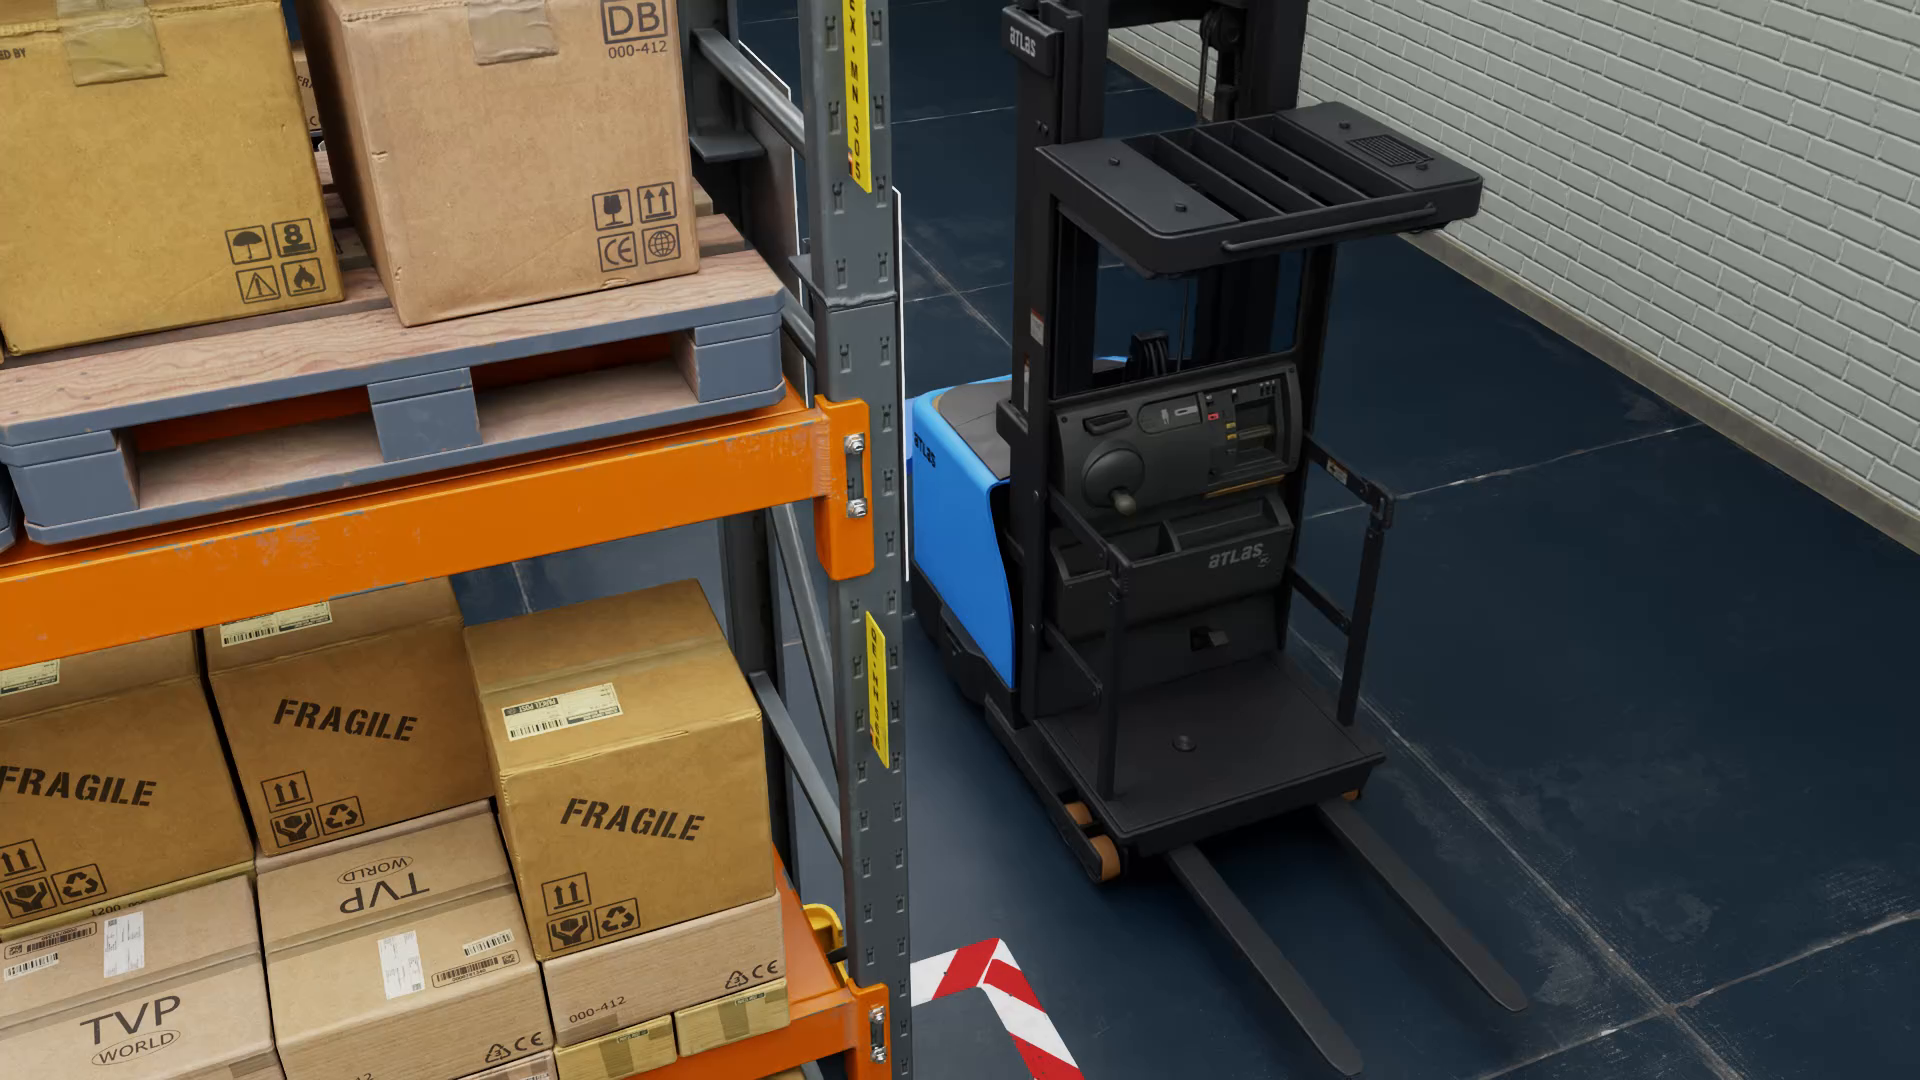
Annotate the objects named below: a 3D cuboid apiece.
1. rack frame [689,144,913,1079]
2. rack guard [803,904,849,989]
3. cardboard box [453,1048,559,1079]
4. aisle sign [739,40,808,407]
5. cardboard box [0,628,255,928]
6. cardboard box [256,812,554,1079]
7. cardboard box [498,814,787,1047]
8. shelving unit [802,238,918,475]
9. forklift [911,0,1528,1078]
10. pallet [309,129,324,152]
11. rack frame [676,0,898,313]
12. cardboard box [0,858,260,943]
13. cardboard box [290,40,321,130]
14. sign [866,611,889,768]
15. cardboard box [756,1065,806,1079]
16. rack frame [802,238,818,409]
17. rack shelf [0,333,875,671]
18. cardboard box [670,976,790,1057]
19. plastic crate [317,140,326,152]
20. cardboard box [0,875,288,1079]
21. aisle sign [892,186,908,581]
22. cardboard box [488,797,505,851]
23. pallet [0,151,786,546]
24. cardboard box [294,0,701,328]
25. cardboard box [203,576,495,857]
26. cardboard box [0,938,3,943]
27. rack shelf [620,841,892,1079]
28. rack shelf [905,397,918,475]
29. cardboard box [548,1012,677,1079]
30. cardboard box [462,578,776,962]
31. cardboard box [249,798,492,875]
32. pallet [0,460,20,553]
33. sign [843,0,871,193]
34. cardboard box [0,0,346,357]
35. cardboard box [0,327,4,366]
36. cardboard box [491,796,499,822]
[{"bbox_3d":[-0.360,0.605,4.070,0.127,3.000,1.000,-13,35,-19],"label":"rack frame"},{"bbox_3d":[-0.338,1.647,4.760,0.348,0.500,1.175,-13,35,-19],"label":"rack guard"},{"bbox_3d":[-1.033,1.059,3.602,0.250,0.149,0.380,-13,35,-19],"label":"cardboard box"},{"bbox_3d":[-0.410,-0.651,3.617,0.004,0.787,0.394,-13,35,-19],"label":"aisle sign"},{"bbox_3d":[-1.844,0.412,3.544,0.500,0.500,0.500,-14,36,-20],"label":"cardboard box"},{"bbox_3d":[-1.172,0.885,3.504,0.500,0.250,0.500,-14,35,-20],"label":"cardboard box"},{"bbox_3d":[-0.704,0.778,3.668,0.500,0.250,0.500,-13,35,-20],"label":"cardboard box"},{"bbox_3d":[-0.079,-0.611,7.313,1.048,1.500,0.538,-13,35,-19],"label":"shelving unit"},{"bbox_3d":[0.844,-0.286,5.502,1.130,2.935,3.031,-13,35,-20],"label":"forklift"},{"bbox_3d":[-4.997,-3.024,12.204,1.213,0.211,1.003,-13,35,-19],"label":"pallet"},{"bbox_3d":[-0.360,-1.910,2.434,0.127,3.000,1.000,-13,35,-19],"label":"rack frame"},{"bbox_3d":[-1.849,0.726,3.749,0.500,0.250,0.500,-14,36,-21],"label":"cardboard box"},{"bbox_3d":[-4.598,-3.276,11.923,0.500,0.500,0.500,-13,35,-19],"label":"cardboard box"},{"bbox_3d":[-0.163,0.296,3.266,0.005,0.325,0.100,-13,35,-19],"label":"sign"},{"bbox_3d":[-0.919,1.494,4.266,0.875,0.875,0.875,-13,35,-19],"label":"cardboard box"},{"bbox_3d":[-0.547,-0.503,7.148,0.032,1.500,0.500,-13,35,-19],"label":"rack frame"},{"bbox_3d":[-2.204,0.071,2.800,4.000,0.370,1.077,-13,35,-19],"label":"rack shelf"},{"bbox_3d":[-0.561,0.951,3.769,0.250,0.149,0.380,-12,35,-18],"label":"cardboard box"},{"bbox_3d":[-2.961,-1.888,8.088,0.298,0.136,0.250,-13,35,-19],"label":"plastic crate"},{"bbox_3d":[-1.641,0.993,3.338,0.500,0.250,0.500,-14,36,-21],"label":"cardboard box"},{"bbox_3d":[-0.178,-0.349,3.153,0.004,0.787,0.394,-13,35,-19],"label":"aisle sign"},{"bbox_3d":[-1.051,0.674,4.194,0.250,0.149,0.380,-13,35,-20],"label":"cardboard box"},{"bbox_3d":[-1.040,-0.454,3.028,1.213,0.211,1.003,-13,35,-19],"label":"pallet"},{"bbox_3d":[-0.819,-0.776,2.873,0.500,0.500,0.700,-15,36,-22],"label":"cardboard box"},{"bbox_3d":[-1.368,0.300,3.716,0.500,0.500,0.500,-14,35,-20],"label":"cardboard box"},{"bbox_3d":[-2.328,0.838,3.576,0.500,0.250,0.500,-14,35,-20],"label":"cardboard box"},{"bbox_3d":[-2.204,1.328,3.618,4.000,0.370,1.077,-13,35,-19],"label":"rack shelf"},{"bbox_3d":[-0.079,-0.460,7.411,1.000,0.185,0.538,-13,35,-19],"label":"rack shelf"},{"bbox_3d":[-0.800,1.006,3.683,0.250,0.149,0.380,-13,35,-18],"label":"cardboard box"},{"bbox_3d":[-0.708,0.463,3.465,0.500,0.500,0.500,-12,35,-18],"label":"cardboard box"},{"bbox_3d":[-1.384,0.621,3.909,0.500,0.250,0.500,-13,35,-20],"label":"cardboard box"},{"bbox_3d":[-2.167,-0.194,2.629,1.213,0.211,1.003,-13,35,-19],"label":"pallet"},{"bbox_3d":[-0.163,-0.715,2.609,0.005,0.325,0.100,-13,35,-19],"label":"sign"},{"bbox_3d":[-1.385,-0.718,2.784,0.500,0.500,0.700,-14,36,-21],"label":"cardboard box"},{"bbox_3d":[-1.843,-0.584,2.579,0.500,0.500,0.700,-15,36,-22],"label":"cardboard box"},{"bbox_3d":[-0.907,0.508,4.083,0.500,0.250,0.500,-14,36,-20],"label":"cardboard box"}]
